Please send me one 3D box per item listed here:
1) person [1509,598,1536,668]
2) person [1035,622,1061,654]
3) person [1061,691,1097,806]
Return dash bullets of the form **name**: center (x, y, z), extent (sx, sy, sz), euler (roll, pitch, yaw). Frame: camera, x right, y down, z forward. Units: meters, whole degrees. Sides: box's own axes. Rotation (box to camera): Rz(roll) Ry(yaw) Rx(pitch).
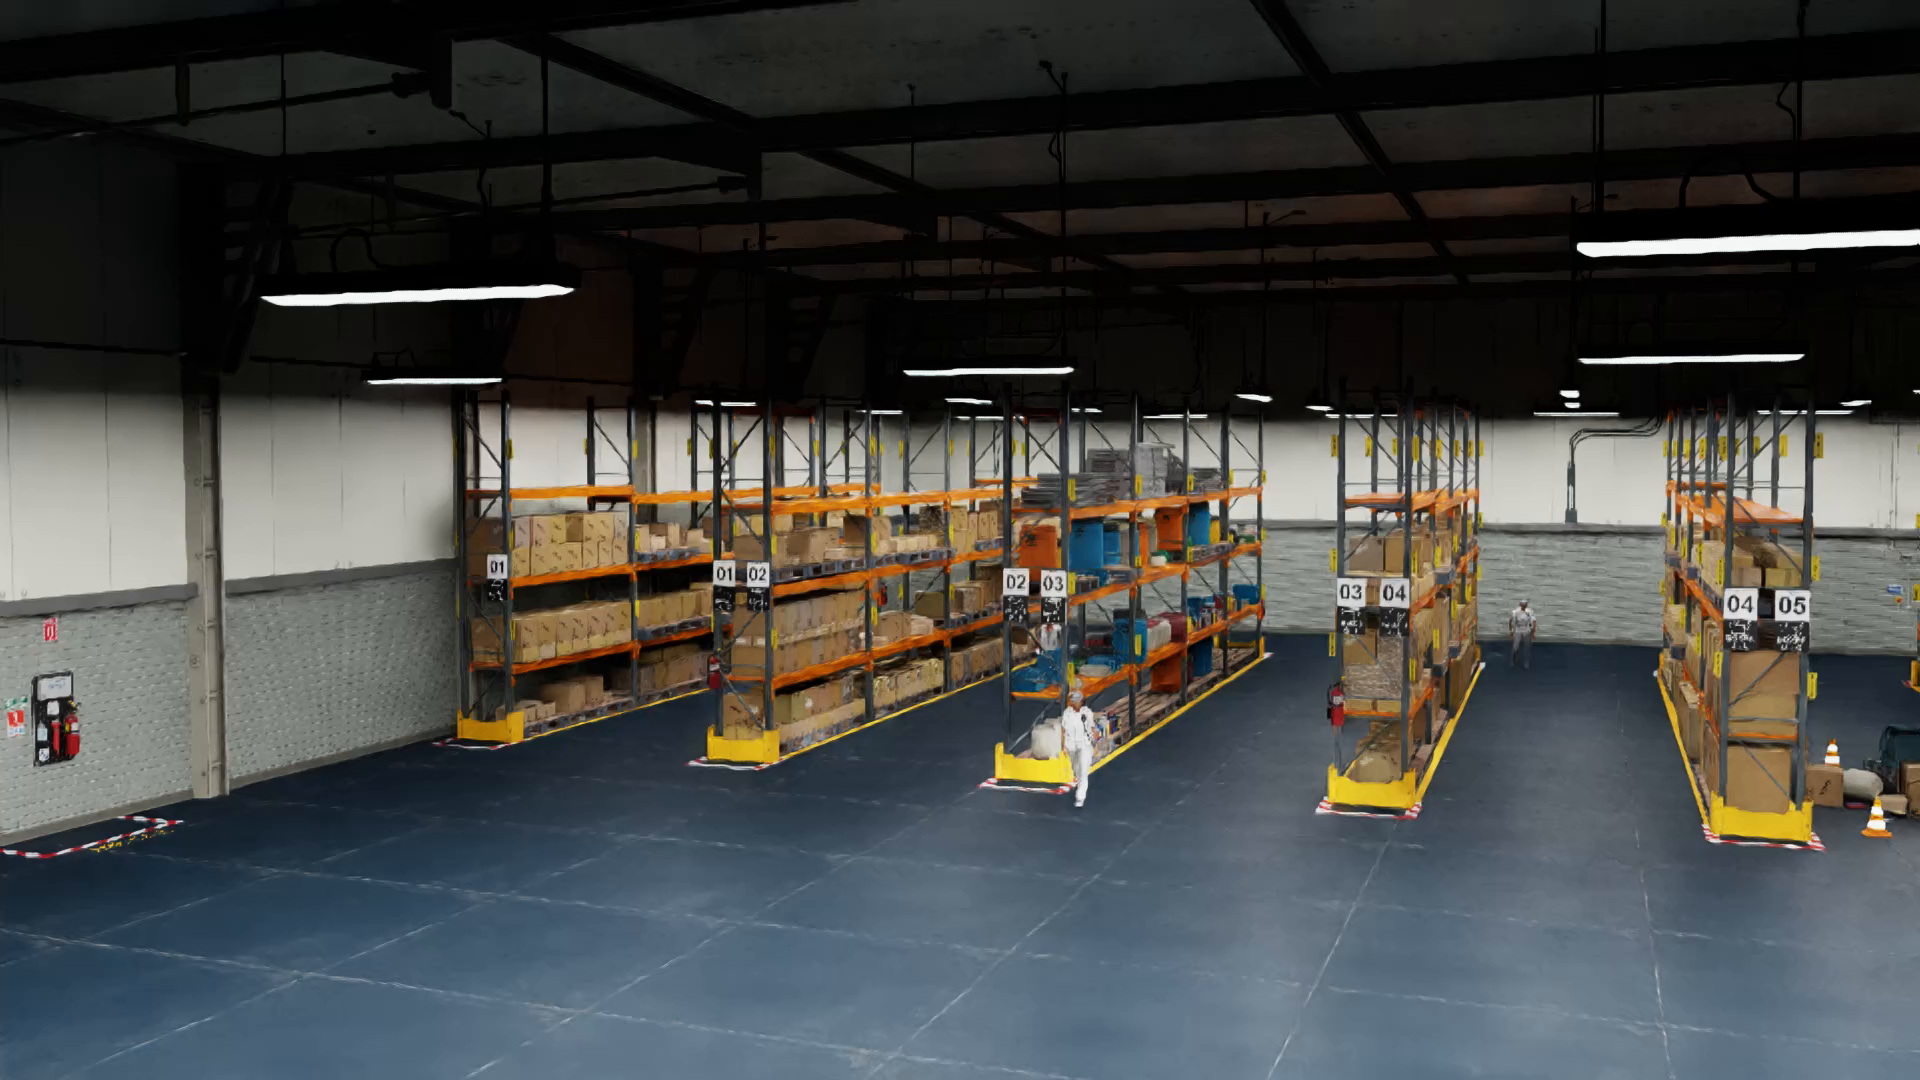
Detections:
- **person**: center (12.832, 2.107, 37.946), extent (0.592, 1.629, 0.526), euler (1, 3, 18)
- **person**: center (1.820, 2.296, 33.491), extent (0.677, 1.742, 0.552), euler (1, 3, 19)
- **person**: center (1.669, 2.903, 23.489), extent (0.497, 1.583, 1.090), euler (1, 3, 23)
